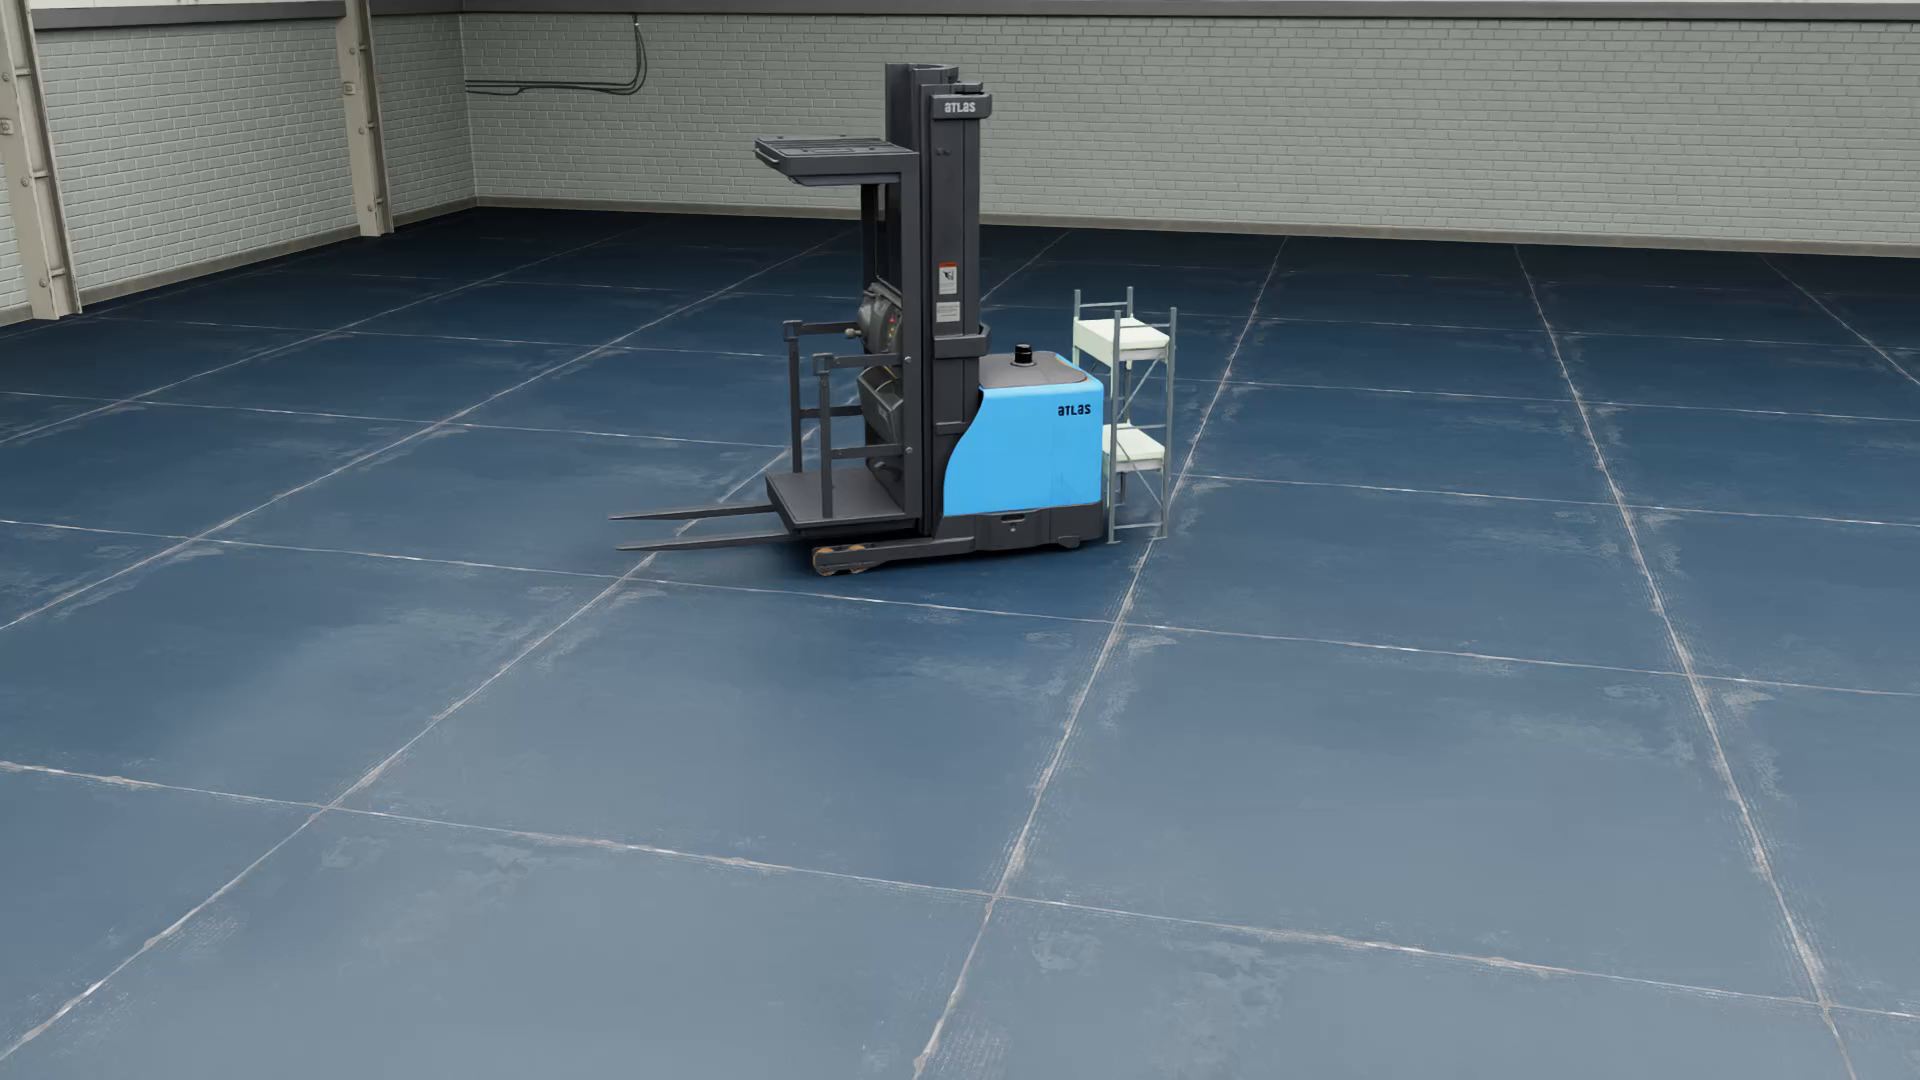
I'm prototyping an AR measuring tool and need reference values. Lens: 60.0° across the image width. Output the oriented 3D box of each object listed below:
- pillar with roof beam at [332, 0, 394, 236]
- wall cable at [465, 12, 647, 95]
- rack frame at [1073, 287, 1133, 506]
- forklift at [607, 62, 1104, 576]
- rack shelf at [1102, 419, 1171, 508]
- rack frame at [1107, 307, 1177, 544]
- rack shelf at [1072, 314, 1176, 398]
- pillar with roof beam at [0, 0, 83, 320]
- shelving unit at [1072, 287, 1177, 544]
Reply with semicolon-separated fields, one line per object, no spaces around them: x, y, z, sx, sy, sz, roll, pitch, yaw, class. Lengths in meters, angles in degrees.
-3.959;-8.187;20.735;9.100;9.000;0.400;5;19;13;pillar with roof beam
-6.131;-7.877;24.630;3.097;2.526;0.112;5;19;13;wall cable
0.939;-0.932;11.096;0.400;1.500;0.023;-5;20;-15;rack frame
-0.673;-1.360;10.134;3.031;2.935;1.130;-5;20;-15;forklift
1.038;-0.510;10.868;0.431;0.370;0.720;-5;20;-15;rack shelf
1.138;-0.704;10.429;0.400;1.500;0.023;-5;20;-15;rack frame
1.038;-1.187;10.636;0.431;0.370;0.720;-5;20;-15;rack shelf
-5.425;-6.307;15.230;9.100;9.000;0.400;5;19;13;pillar with roof beam
1.038;-0.818;10.762;0.431;1.500;0.755;-5;20;-15;shelving unit
